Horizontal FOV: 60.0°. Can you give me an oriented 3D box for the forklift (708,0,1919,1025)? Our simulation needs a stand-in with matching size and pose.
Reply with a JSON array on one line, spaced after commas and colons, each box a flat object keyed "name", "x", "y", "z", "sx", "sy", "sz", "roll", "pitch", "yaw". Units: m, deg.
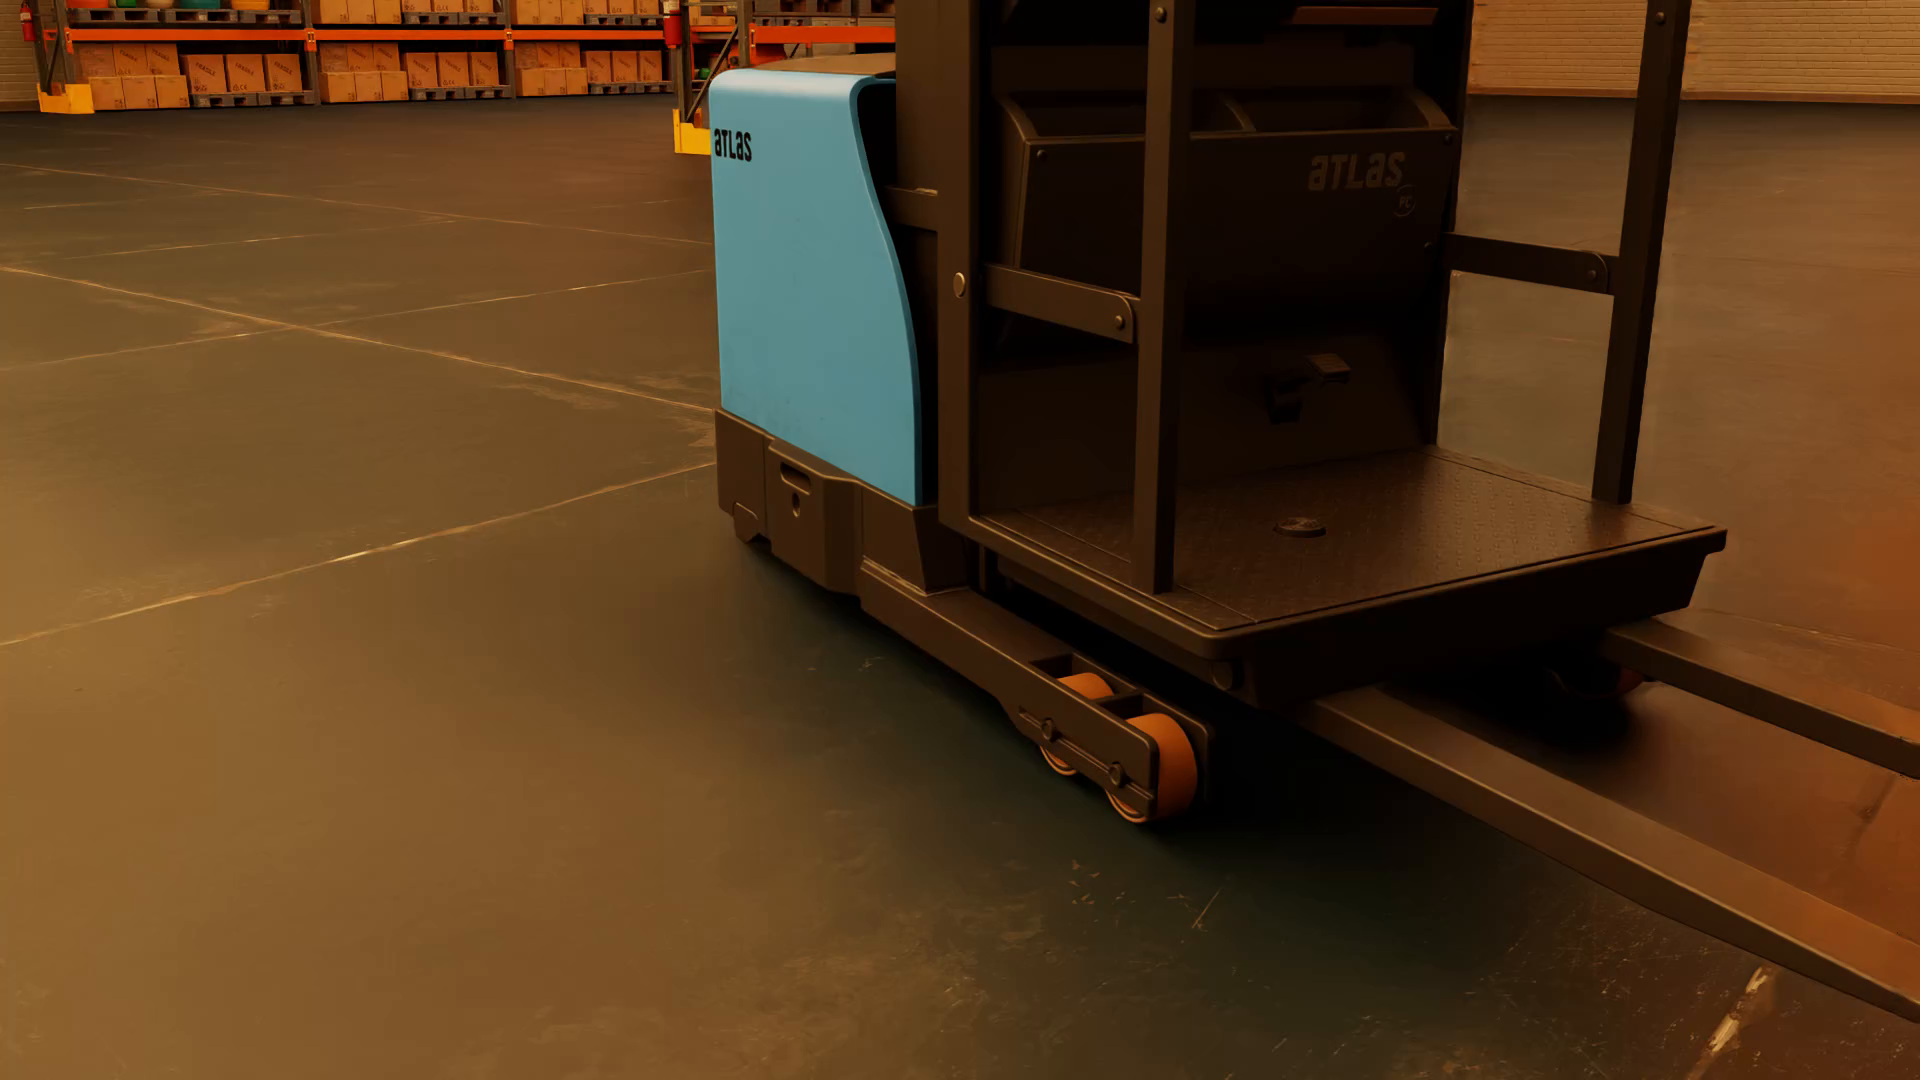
[{"name": "forklift", "x": 0.584, "y": -1.123, "z": 2.596, "sx": 1.130, "sy": 2.935, "sz": 3.031, "roll": -9, "pitch": 19, "yaw": -28}]
